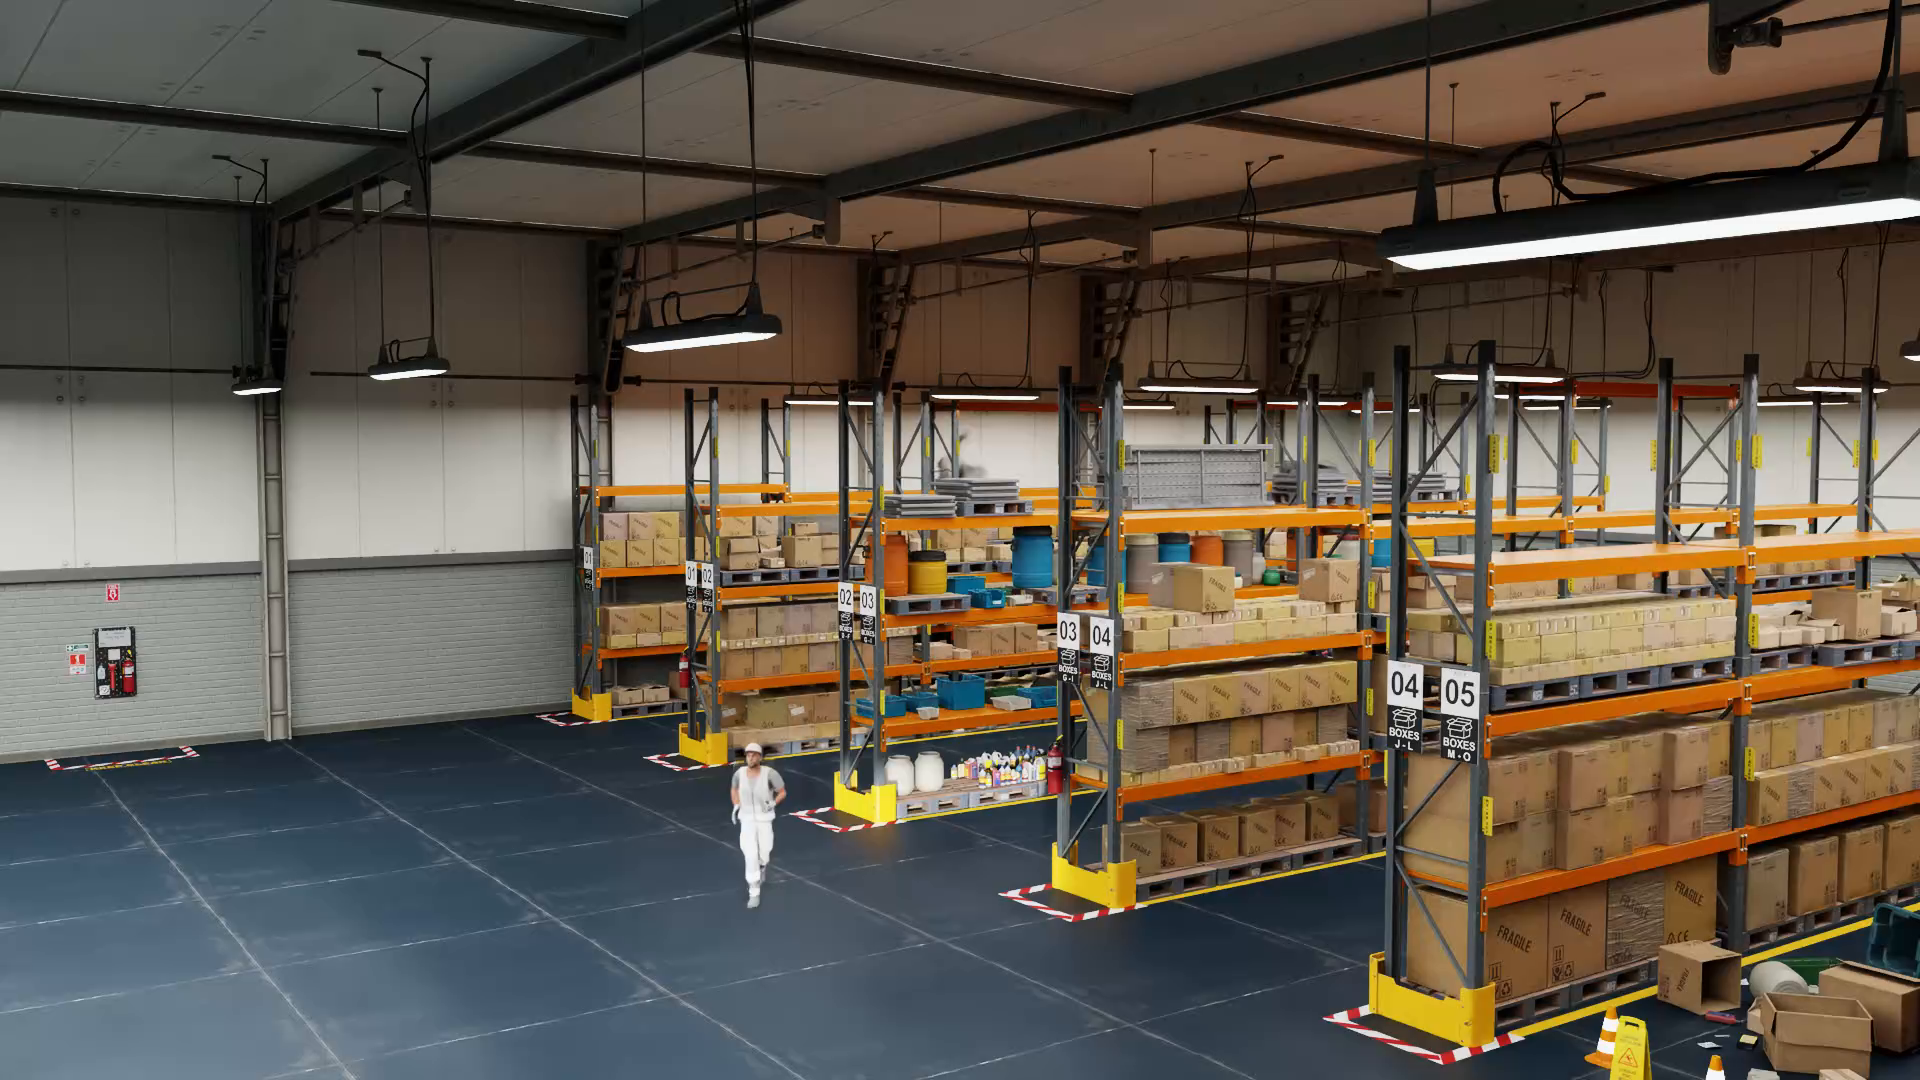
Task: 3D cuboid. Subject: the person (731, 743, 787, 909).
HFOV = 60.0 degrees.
[{"bbox_3d":[-2.270,3.119,18.647,0.644,1.706,0.814,0,3,0],"label":"person"}]
